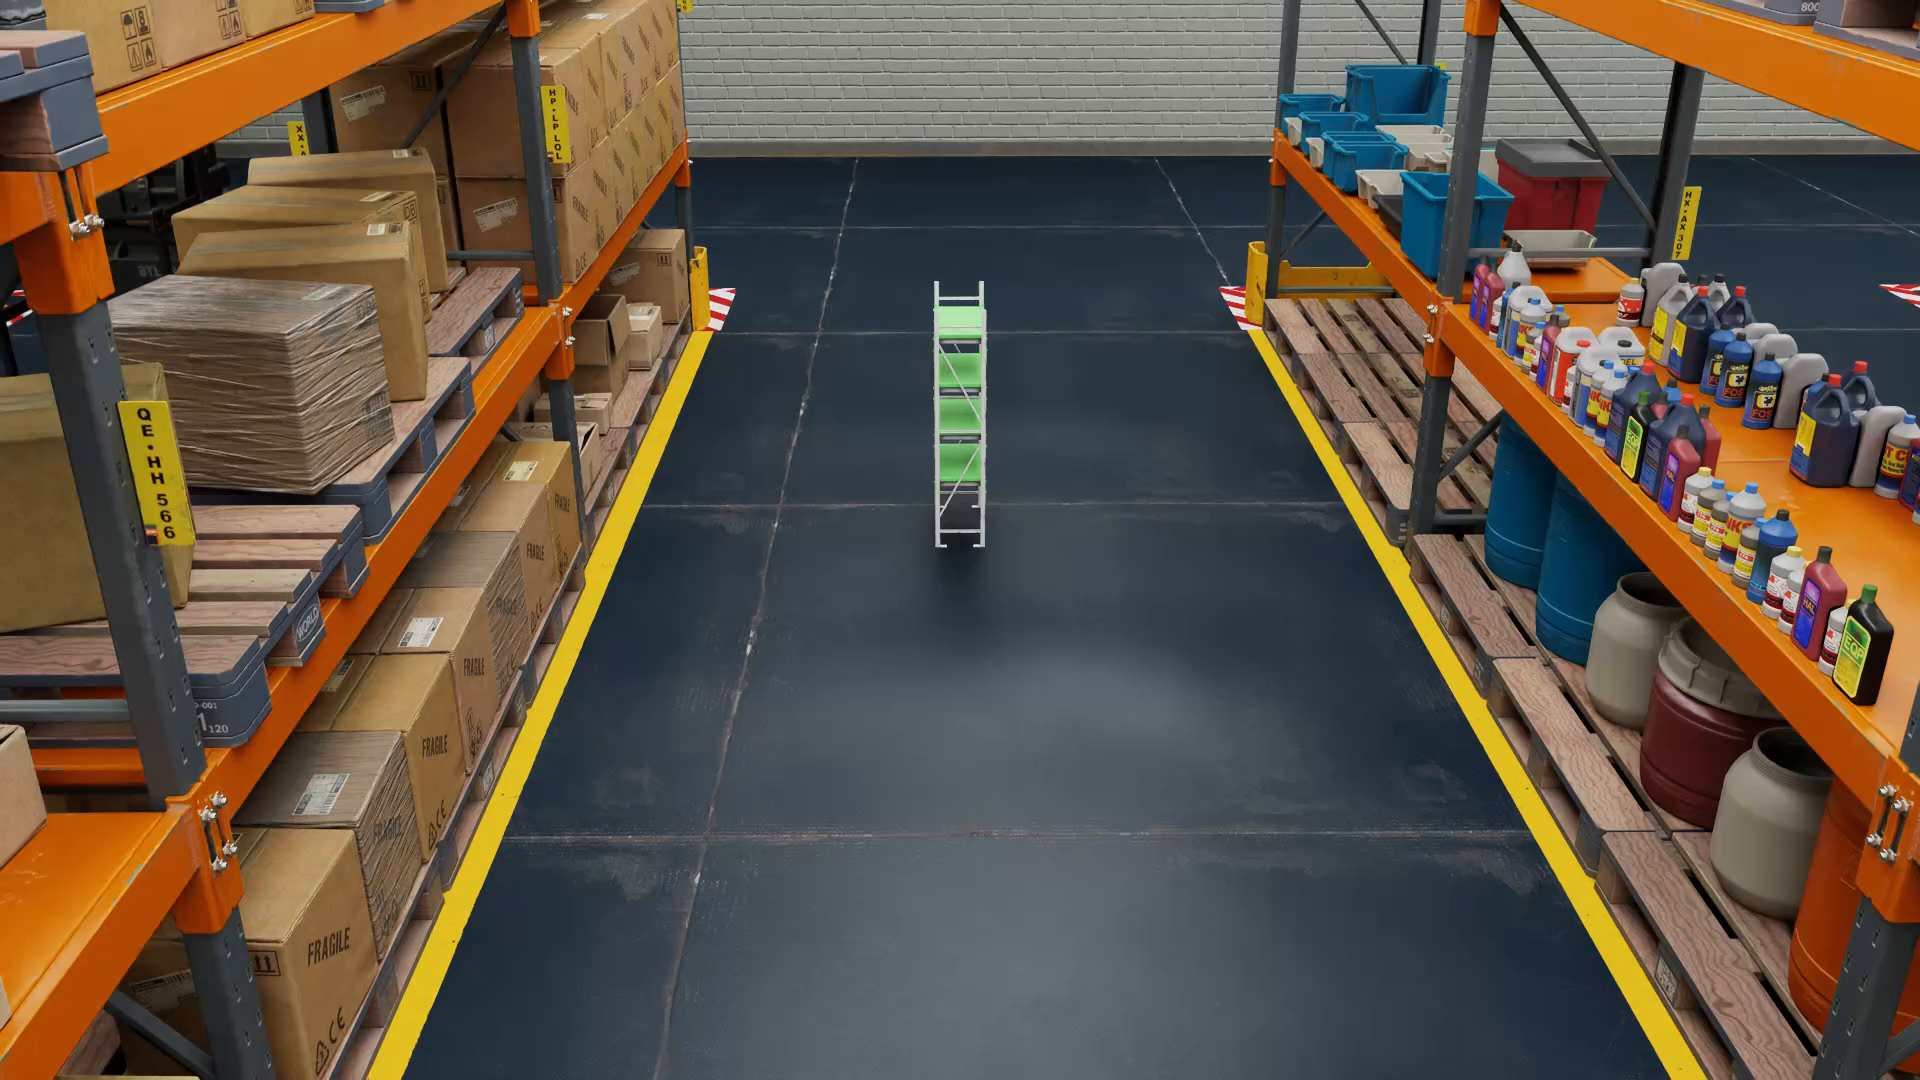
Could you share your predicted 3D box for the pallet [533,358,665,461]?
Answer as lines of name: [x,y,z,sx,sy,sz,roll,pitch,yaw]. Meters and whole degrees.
pallet: [-2.315,-0.771,9.700,1.003,0.211,1.213,0,24,-1]

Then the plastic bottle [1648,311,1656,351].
plastic bottle: [2.867,-0.866,6.765,0.097,0.201,0.097,0,24,0]

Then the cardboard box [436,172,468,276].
cardboard box: [-2.555,-1.505,7.817,0.500,0.500,0.500,0,24,0]

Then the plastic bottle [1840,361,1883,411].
plastic bottle: [3.010,-0.422,5.603,0.144,0.351,0.185,0,24,-1]

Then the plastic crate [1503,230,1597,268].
plastic crate: [2.798,-1.375,7.898,0.396,0.136,0.243,0,24,-1]

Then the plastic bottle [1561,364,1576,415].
plastic bottle: [2.268,-0.563,6.097,0.097,0.201,0.097,0,24,0]

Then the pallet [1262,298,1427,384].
pallet: [2.587,-1.314,10.898,1.003,0.211,1.213,0,24,-1]

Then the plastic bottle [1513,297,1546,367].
plastic bottle: [2.262,-0.826,6.593,0.097,0.271,0.097,0,24,0]

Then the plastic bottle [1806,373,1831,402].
plastic bottle: [2.971,-0.444,5.748,0.097,0.271,0.097,0,24,0]

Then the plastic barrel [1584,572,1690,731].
plastic barrel: [2.574,0.416,6.201,0.421,0.512,0.421,0,24,0]

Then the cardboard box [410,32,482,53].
cardboard box: [-2.565,-2.174,8.083,0.500,0.500,0.500,-1,24,-2]

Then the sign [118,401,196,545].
sign: [-1.694,-0.138,3.511,0.100,0.325,0.005,0,24,-1]

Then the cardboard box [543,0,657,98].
cardboard box: [-2.040,-2.800,9.467,0.500,0.500,0.500,0,24,1]

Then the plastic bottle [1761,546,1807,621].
plastic bottle: [2.286,0.115,4.596,0.097,0.201,0.097,0,24,0]

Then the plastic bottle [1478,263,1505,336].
plastic bottle: [2.239,-1.015,6.995,0.061,0.283,0.133,0,24,-1]

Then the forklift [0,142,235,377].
forklift: [-4.763,-1.966,9.041,1.130,2.935,3.031,1,24,2]

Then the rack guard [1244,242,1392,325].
rack guard: [2.604,-1.795,11.612,1.175,0.500,0.348,0,24,-1]

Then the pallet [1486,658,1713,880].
pallet: [2.643,0.817,6.188,1.003,0.211,1.213,0,24,-1]

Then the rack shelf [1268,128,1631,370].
rack shelf: [2.639,-1.772,9.401,1.077,0.370,4.000,0,24,-1]

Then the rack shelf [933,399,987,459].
rack shelf: [-0.002,-0.557,8.180,0.258,0.148,0.480,0,24,-1]

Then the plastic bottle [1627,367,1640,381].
plastic bottle: [2.422,-0.524,6.010,0.097,0.201,0.097,0,24,0]

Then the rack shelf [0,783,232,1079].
rack shelf: [-2.227,1.545,2.067,1.077,0.370,4.000,0,24,-1]

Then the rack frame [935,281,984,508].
rack frame: [-0.004,-0.715,8.376,0.240,1.200,0.015,0,24,-1]

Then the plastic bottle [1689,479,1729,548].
plastic bottle: [2.281,-0.085,5.039,0.097,0.201,0.097,0,24,0]

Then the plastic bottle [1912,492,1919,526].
plastic bottle: [3.039,-0.177,5.158,0.097,0.271,0.097,0,24,0]

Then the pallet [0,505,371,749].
pallet: [-2.327,0.202,4.397,1.213,0.211,1.003,0,24,-1]

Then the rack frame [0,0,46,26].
rack frame: [-2.249,-2.340,2.504,1.000,3.000,0.127,0,24,-1]

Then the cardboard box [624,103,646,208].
cardboard box: [-2.045,-2.139,9.217,0.500,0.500,0.500,-1,24,-1]

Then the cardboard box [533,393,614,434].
cardboard box: [-2.100,-0.695,9.051,0.380,0.166,0.250,0,24,-1]

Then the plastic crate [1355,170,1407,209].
plastic crate: [2.341,-1.899,9.056,0.293,0.136,0.466,0,24,-1]

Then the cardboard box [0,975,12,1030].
cardboard box: [-1.963,0.877,2.976,0.380,0.149,0.250,0,24,-1]

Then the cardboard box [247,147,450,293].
cardboard box: [-2.511,-1.296,6.844,0.700,0.500,0.500,-9,26,-18]

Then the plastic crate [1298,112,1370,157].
plastic crate: [2.297,-2.501,10.269,0.416,0.233,0.300,0,24,-1]

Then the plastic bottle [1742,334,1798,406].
plastic bottle: [2.999,-0.645,6.186,0.152,0.276,0.135,0,24,-1]

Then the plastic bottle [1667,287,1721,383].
plastic bottle: [2.856,-0.799,6.437,0.144,0.351,0.185,0,24,-1]

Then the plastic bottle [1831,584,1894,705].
plastic bottle: [2.273,0.261,4.175,0.061,0.283,0.133,0,24,-1]

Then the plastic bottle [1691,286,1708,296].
plastic bottle: [2.992,-0.908,6.768,0.152,0.276,0.135,0,24,-1]

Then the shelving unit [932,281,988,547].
shelving unit: [-0.002,-0.615,8.154,0.258,1.200,0.503,0,24,-1]

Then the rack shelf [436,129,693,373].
rack shelf: [-2.315,-1.751,9.355,1.077,0.370,4.000,0,24,-1]

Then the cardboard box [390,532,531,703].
cardboard box: [-1.999,0.296,6.455,0.500,0.500,0.500,0,24,0]

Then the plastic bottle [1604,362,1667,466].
plastic bottle: [2.297,-0.438,5.638,0.144,0.351,0.185,0,24,-1]

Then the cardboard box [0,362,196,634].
cardboard box: [-2.369,-0.103,4.206,0.700,0.500,0.500,-9,26,-18]

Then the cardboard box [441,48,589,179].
cardboard box: [-2.016,-1.952,7.590,0.500,0.500,0.500,0,24,1]

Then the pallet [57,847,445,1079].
pallet: [-2.219,1.356,4.996,1.003,0.211,1.213,0,24,-1]

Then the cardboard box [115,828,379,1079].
cardboard box: [-1.968,1.143,4.583,0.500,0.500,0.500,1,24,2]

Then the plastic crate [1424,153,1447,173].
plastic crate: [2.845,-2.140,9.589,0.298,0.136,0.250,0,24,-1]
